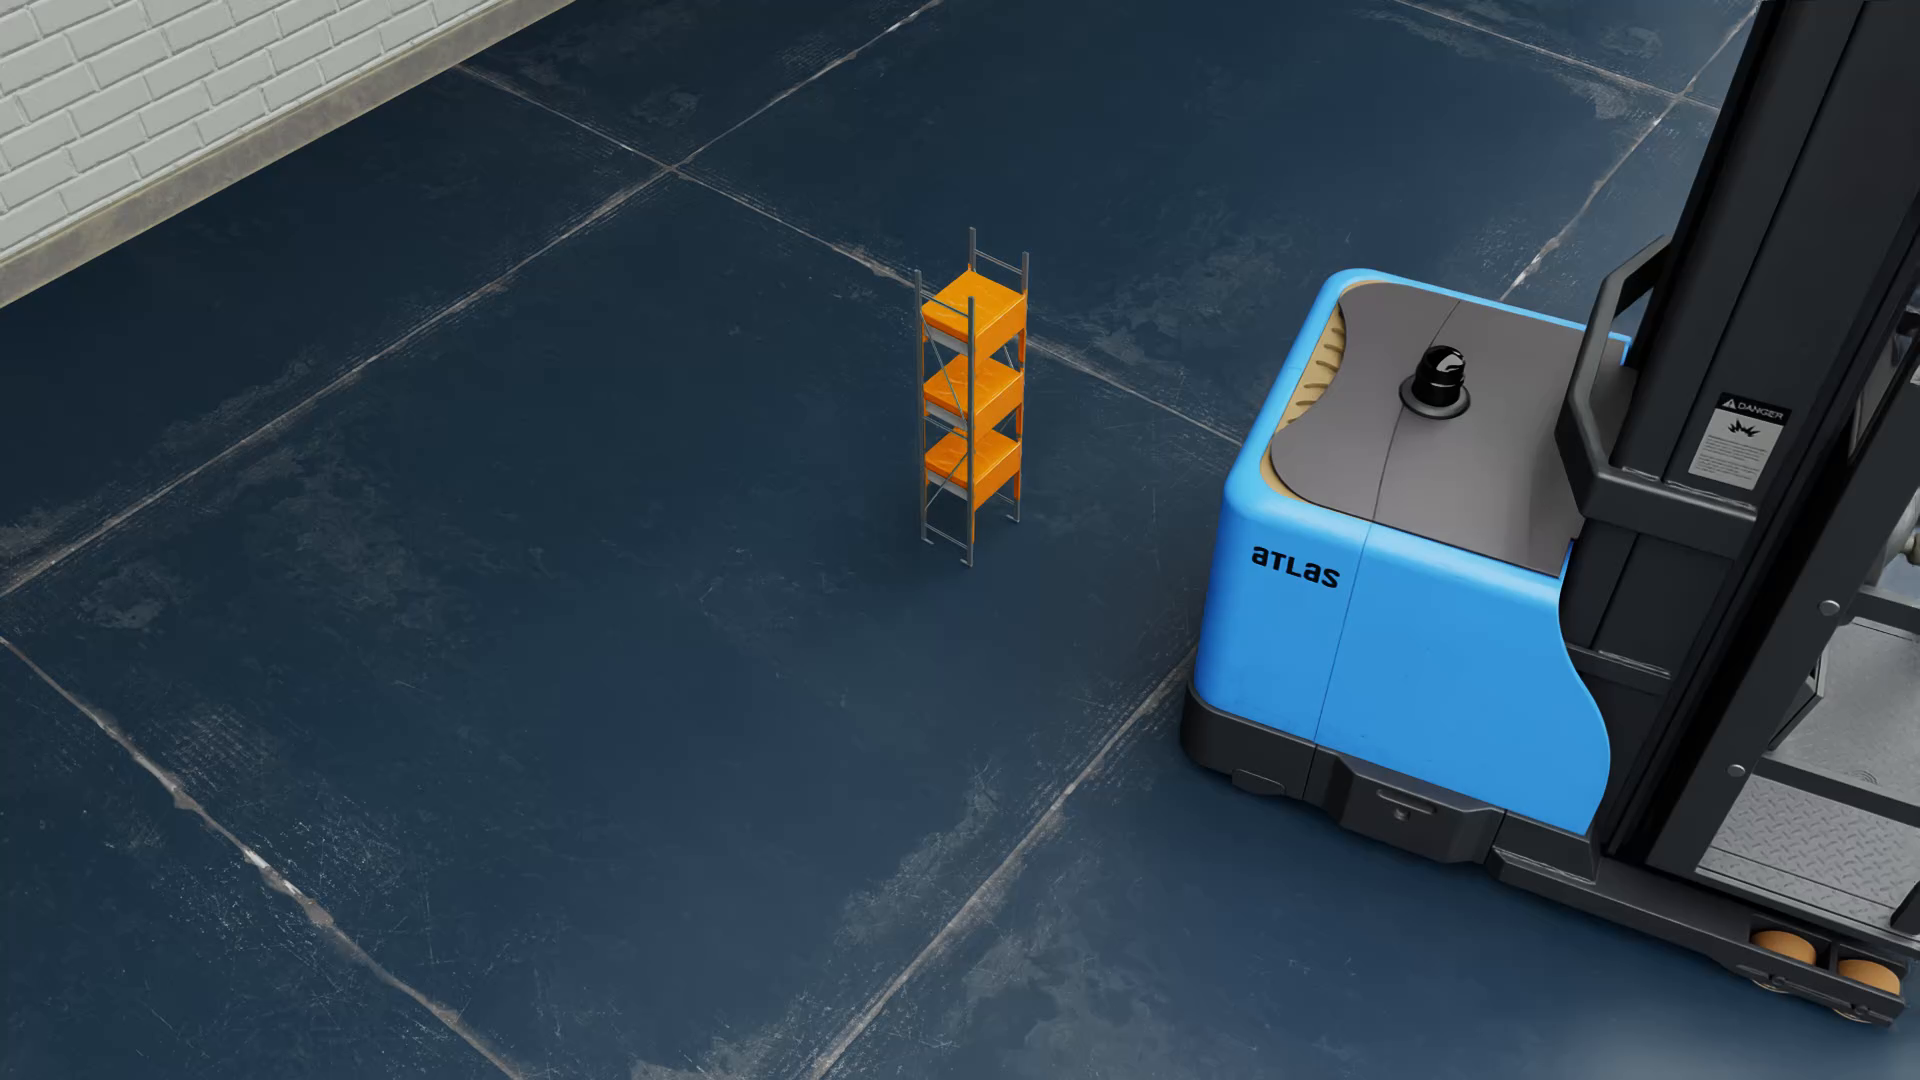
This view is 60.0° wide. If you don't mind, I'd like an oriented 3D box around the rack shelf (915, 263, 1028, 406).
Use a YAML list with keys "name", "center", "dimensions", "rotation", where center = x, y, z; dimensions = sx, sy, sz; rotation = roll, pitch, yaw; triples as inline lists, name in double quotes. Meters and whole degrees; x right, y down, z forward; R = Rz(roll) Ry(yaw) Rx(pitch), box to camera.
- name: "rack shelf"
  center: [0.033, -0.582, 4.702]
  dimensions: [0.215, 0.259, 0.240]
  rotation: [29, 53, 25]

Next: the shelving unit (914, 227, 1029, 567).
- name: "shelving unit"
  center: [0.033, -0.393, 4.900]
  dimensions: [0.215, 1.050, 0.252]
  rotation: [29, 53, 25]

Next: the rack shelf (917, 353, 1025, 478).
- name: "rack shelf"
  center: [0.033, -0.386, 4.907]
  dimensions: [0.215, 0.259, 0.240]
  rotation: [29, 53, 25]

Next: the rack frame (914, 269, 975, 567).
- name: "rack frame"
  center: [-0.042, -0.323, 4.833]
  dimensions: [0.200, 1.050, 0.008]
  rotation: [29, 53, 25]

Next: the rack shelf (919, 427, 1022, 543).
- name: "rack shelf"
  center: [0.033, -0.194, 5.108]
  dimensions: [0.215, 0.259, 0.240]
  rotation: [29, 53, 25]

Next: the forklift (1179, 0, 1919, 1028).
- name: "forklift"
  center: [2.171, -0.264, 3.475]
  dimensions: [3.031, 2.935, 1.130]
  rotation: [18, 49, 17]

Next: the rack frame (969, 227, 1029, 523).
- name: "rack frame"
  center: [0.107, -0.463, 4.966]
  dimensions: [0.200, 1.050, 0.008]
  rotation: [29, 53, 25]
